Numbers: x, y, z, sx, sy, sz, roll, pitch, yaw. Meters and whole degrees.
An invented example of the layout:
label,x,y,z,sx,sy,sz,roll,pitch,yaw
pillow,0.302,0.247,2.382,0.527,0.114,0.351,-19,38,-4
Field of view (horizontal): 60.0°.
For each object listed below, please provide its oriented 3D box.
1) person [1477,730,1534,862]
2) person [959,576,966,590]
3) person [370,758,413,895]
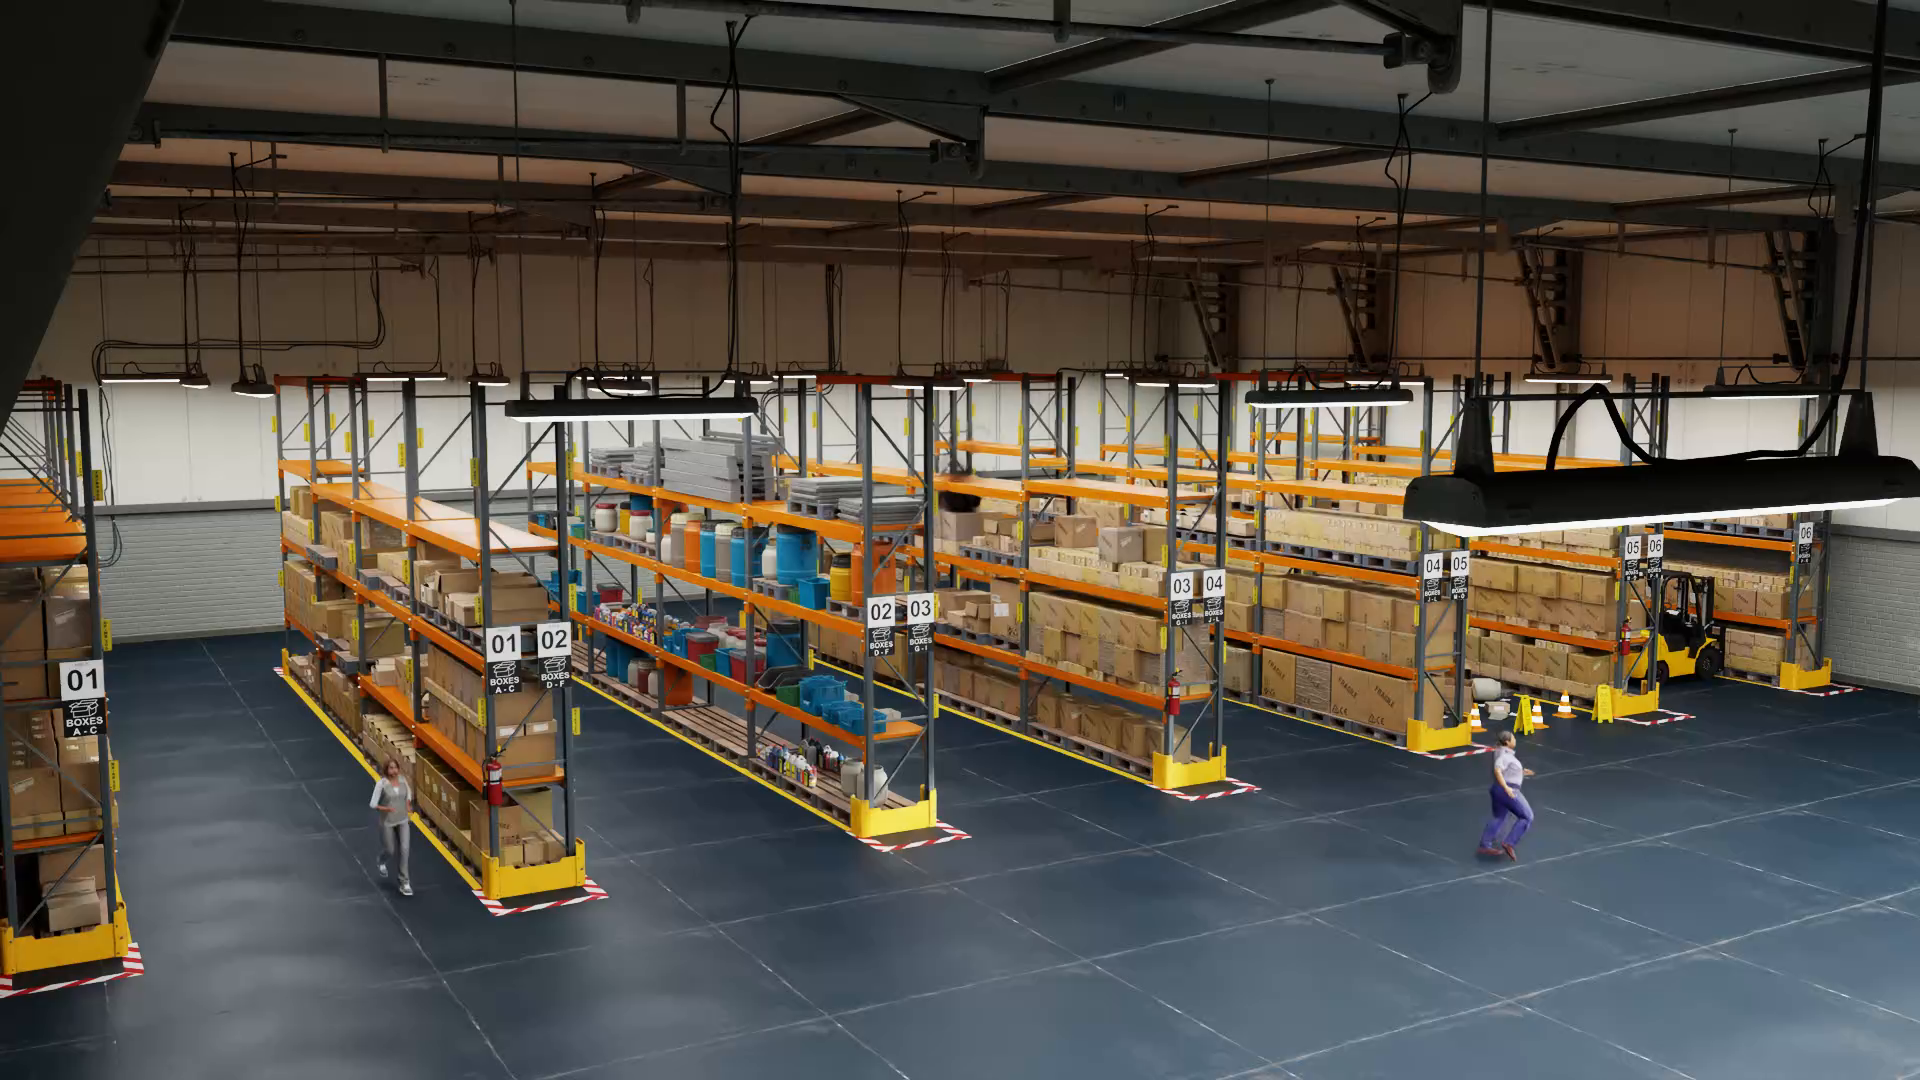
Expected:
label,x,y,z,sx,sy,sz,roll,pitch,yaw
person,6.925,3.235,21.016,0.672,1.642,0.577,0,6,-4
person,0.039,0.847,42.286,0.759,1.719,0.929,1,6,7
person,-6.719,3.364,19.742,0.541,1.574,0.867,-5,8,-37
